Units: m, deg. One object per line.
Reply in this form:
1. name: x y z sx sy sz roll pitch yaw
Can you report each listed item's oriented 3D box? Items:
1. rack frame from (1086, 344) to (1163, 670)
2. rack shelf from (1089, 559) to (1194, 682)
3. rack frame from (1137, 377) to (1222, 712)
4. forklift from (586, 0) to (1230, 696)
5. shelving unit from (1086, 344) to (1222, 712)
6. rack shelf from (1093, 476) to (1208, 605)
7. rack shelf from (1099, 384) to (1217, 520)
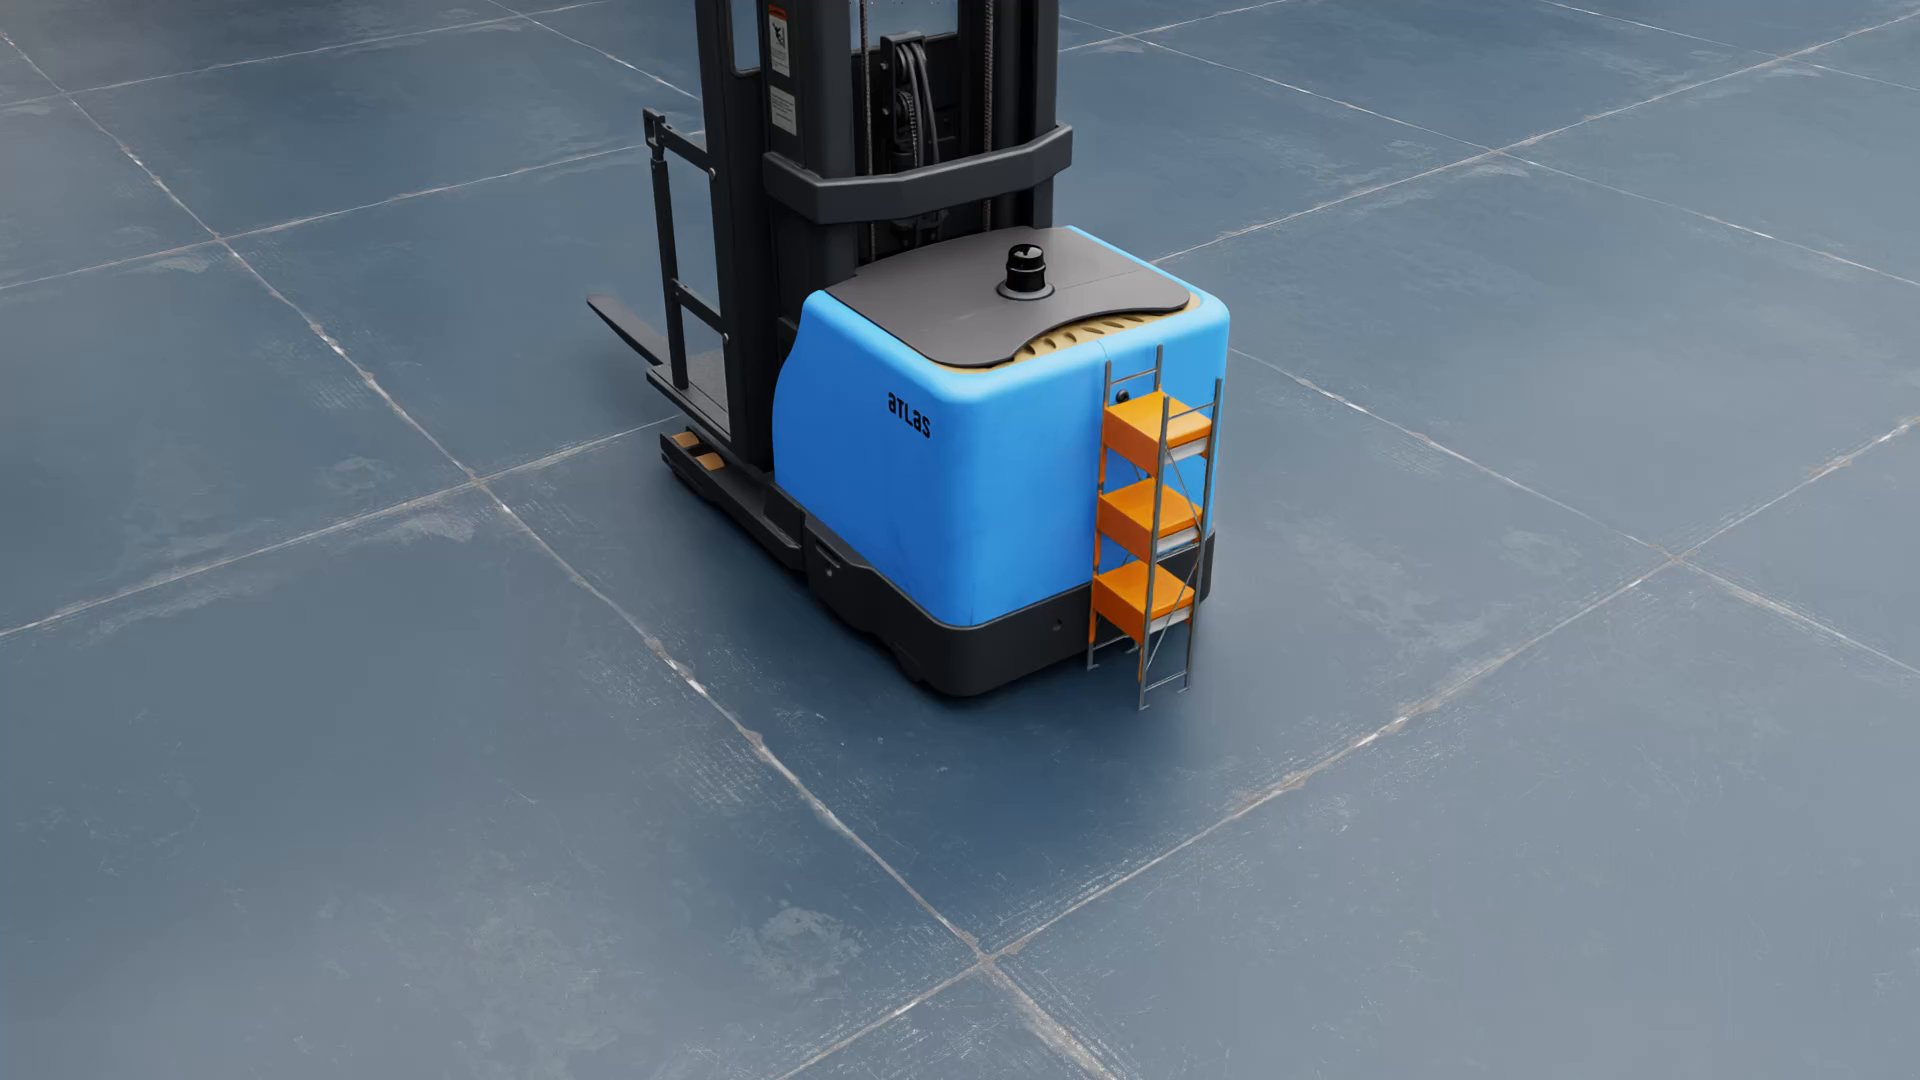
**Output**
1. rack frame: 0.477 -0.073 4.865 0.200 1.050 0.008 -20 38 -29
2. rack shelf: 0.543 0.225 4.936 0.215 0.259 0.240 -20 38 -29
3. rack frame: 0.614 0.037 4.696 0.200 1.050 0.008 -20 38 -29
4. forklift: -0.440 -1.519 5.417 1.130 2.935 3.031 -20 37 -29
5. shelving unit: 0.546 -0.018 4.781 0.215 1.050 0.252 -20 38 -29
6. rack shelf: 0.546 -0.009 4.786 0.215 0.259 0.240 -20 38 -29
7. rack shelf: 0.548 -0.248 4.633 0.215 0.259 0.240 -20 38 -29
